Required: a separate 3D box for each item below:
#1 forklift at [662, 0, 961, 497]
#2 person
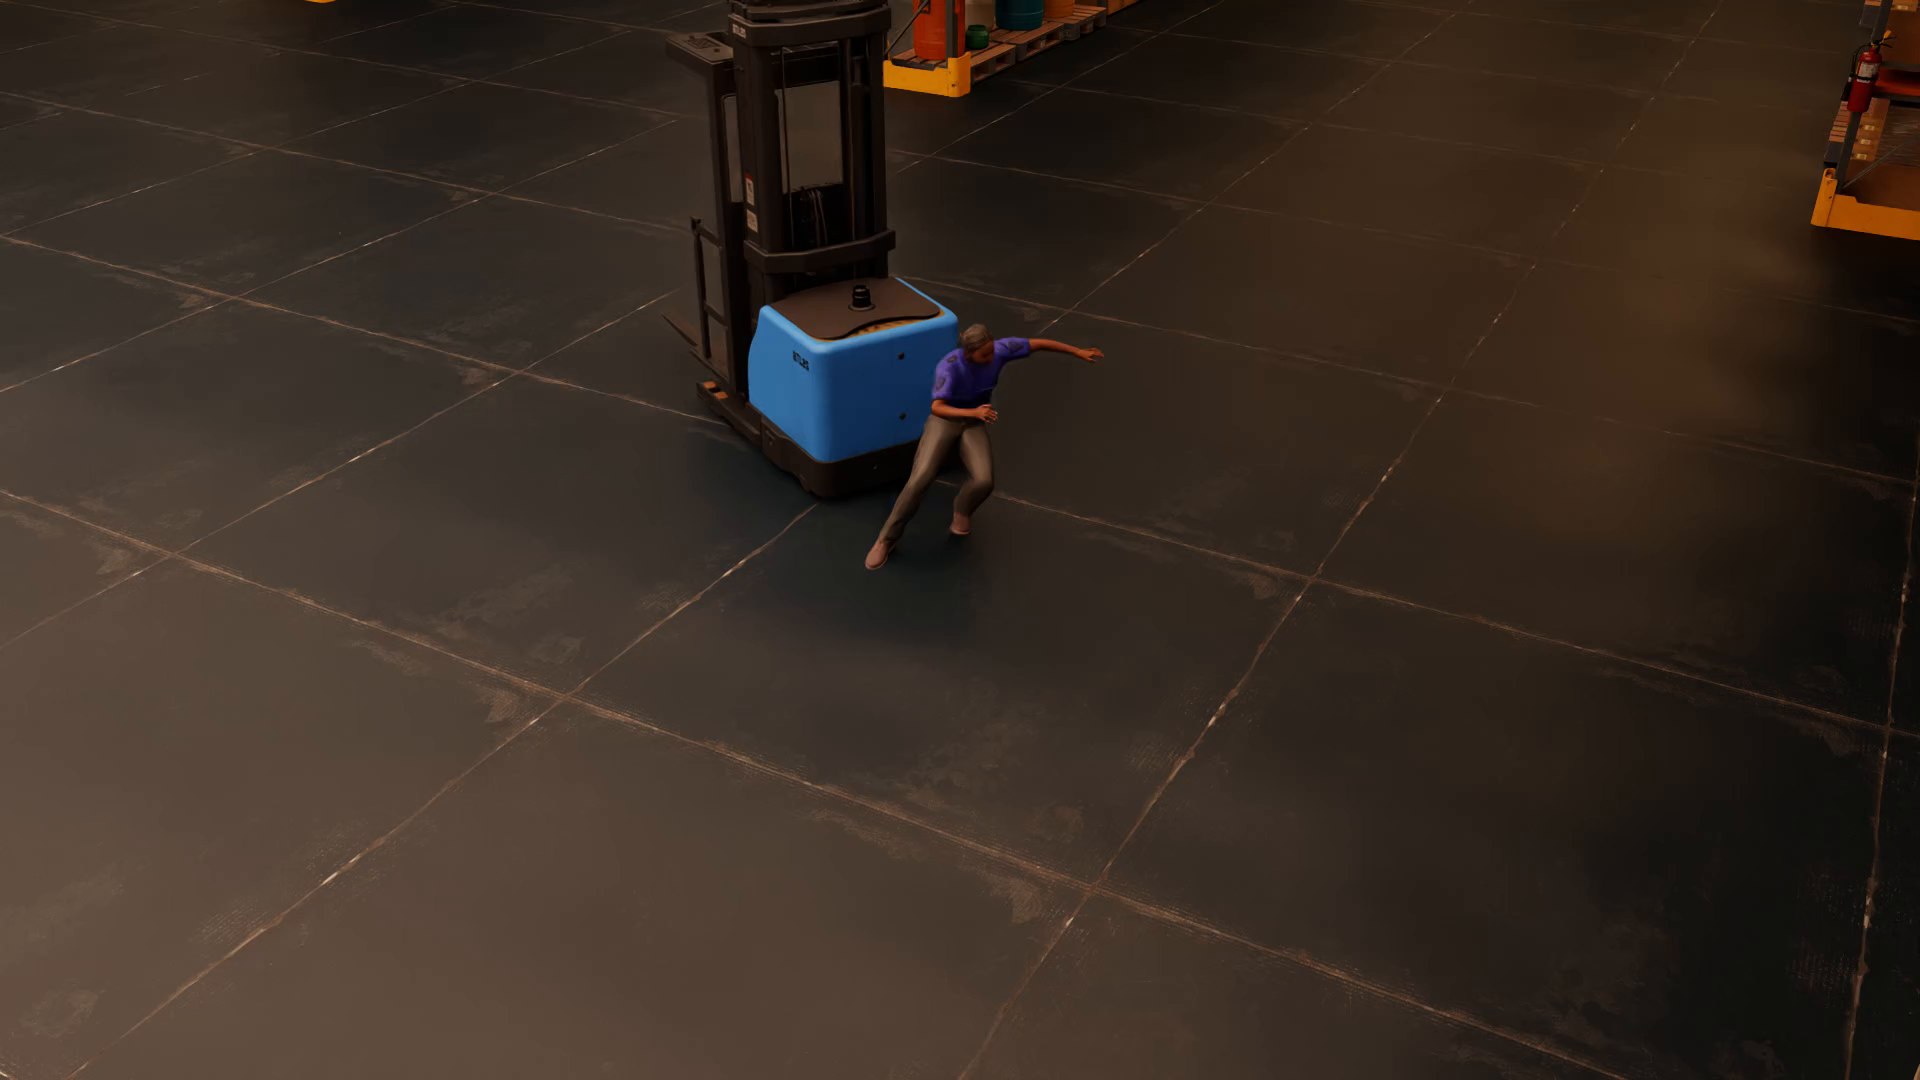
[{"bbox_3d":[-1.183,-2.236,10.945,1.130,2.935,3.031,-17,34,-27],"label":"forklift"},{"bbox_3d":[0.117,-0.609,9.699,1.518,1.378,0.756,-13,32,-22],"label":"person"}]
